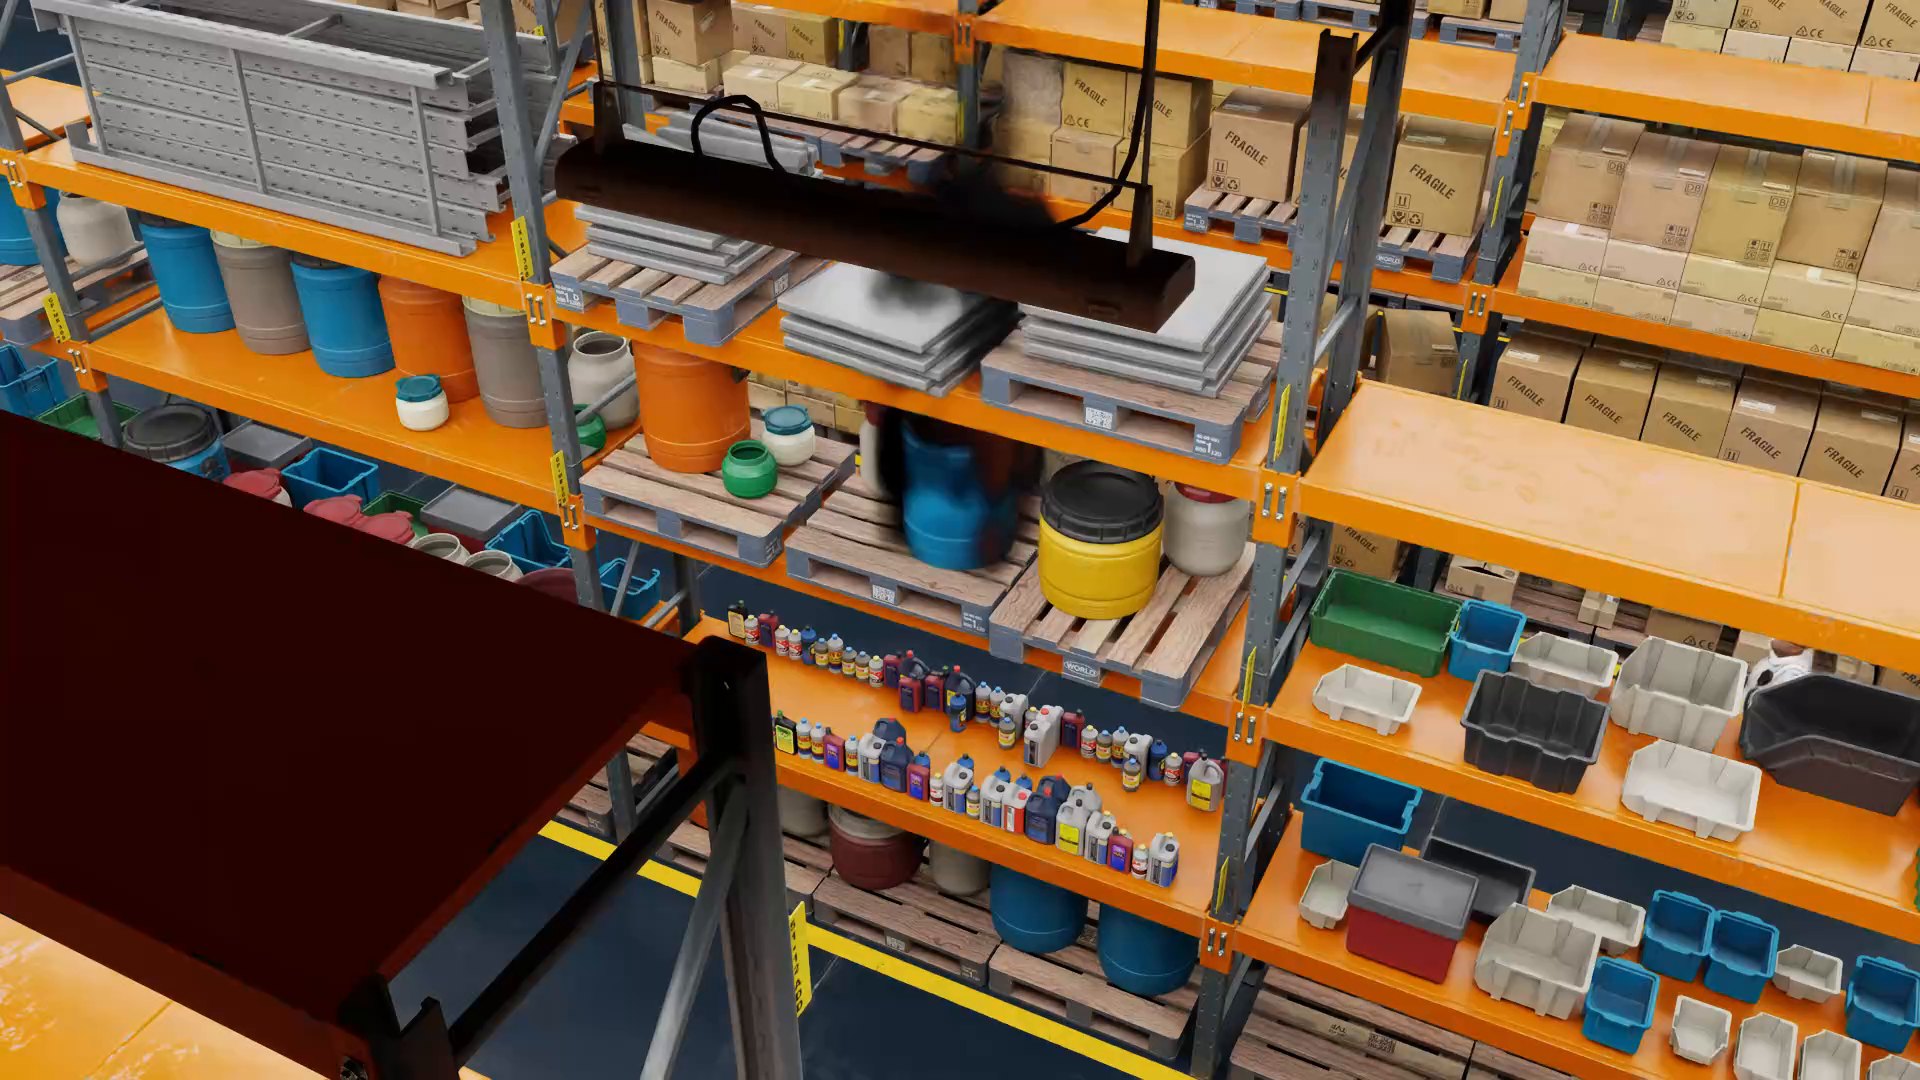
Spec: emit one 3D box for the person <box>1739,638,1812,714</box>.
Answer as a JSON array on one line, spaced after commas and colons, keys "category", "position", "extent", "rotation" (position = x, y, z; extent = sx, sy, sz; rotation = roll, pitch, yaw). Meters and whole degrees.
[{"category": "person", "position": [5.220, 1.217, 10.643], "extent": [0.678, 1.756, 0.683], "rotation": [13, 37, 17]}]
